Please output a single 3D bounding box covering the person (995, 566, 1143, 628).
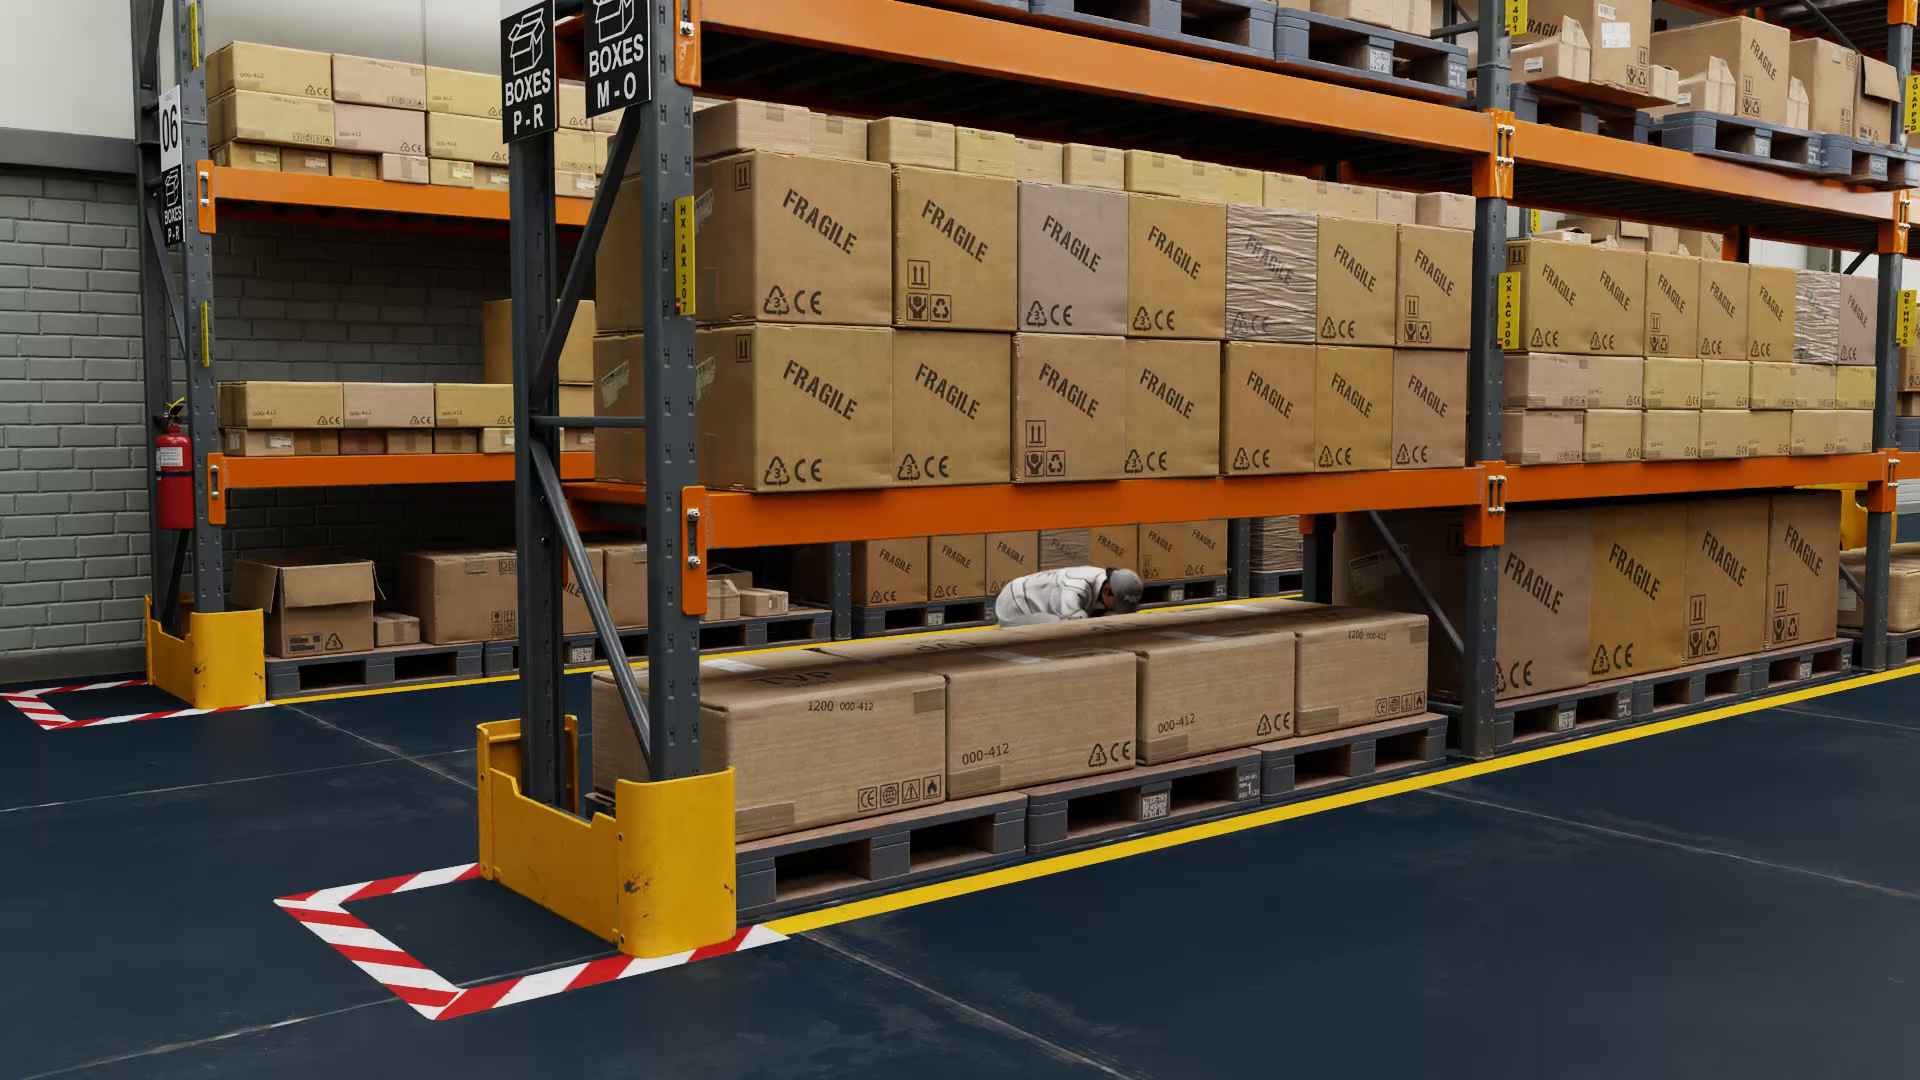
[{"bbox_3d":[0.609,0.506,8.974,0.507,0.774,0.918,-4,6,-40],"label":"person"}]
